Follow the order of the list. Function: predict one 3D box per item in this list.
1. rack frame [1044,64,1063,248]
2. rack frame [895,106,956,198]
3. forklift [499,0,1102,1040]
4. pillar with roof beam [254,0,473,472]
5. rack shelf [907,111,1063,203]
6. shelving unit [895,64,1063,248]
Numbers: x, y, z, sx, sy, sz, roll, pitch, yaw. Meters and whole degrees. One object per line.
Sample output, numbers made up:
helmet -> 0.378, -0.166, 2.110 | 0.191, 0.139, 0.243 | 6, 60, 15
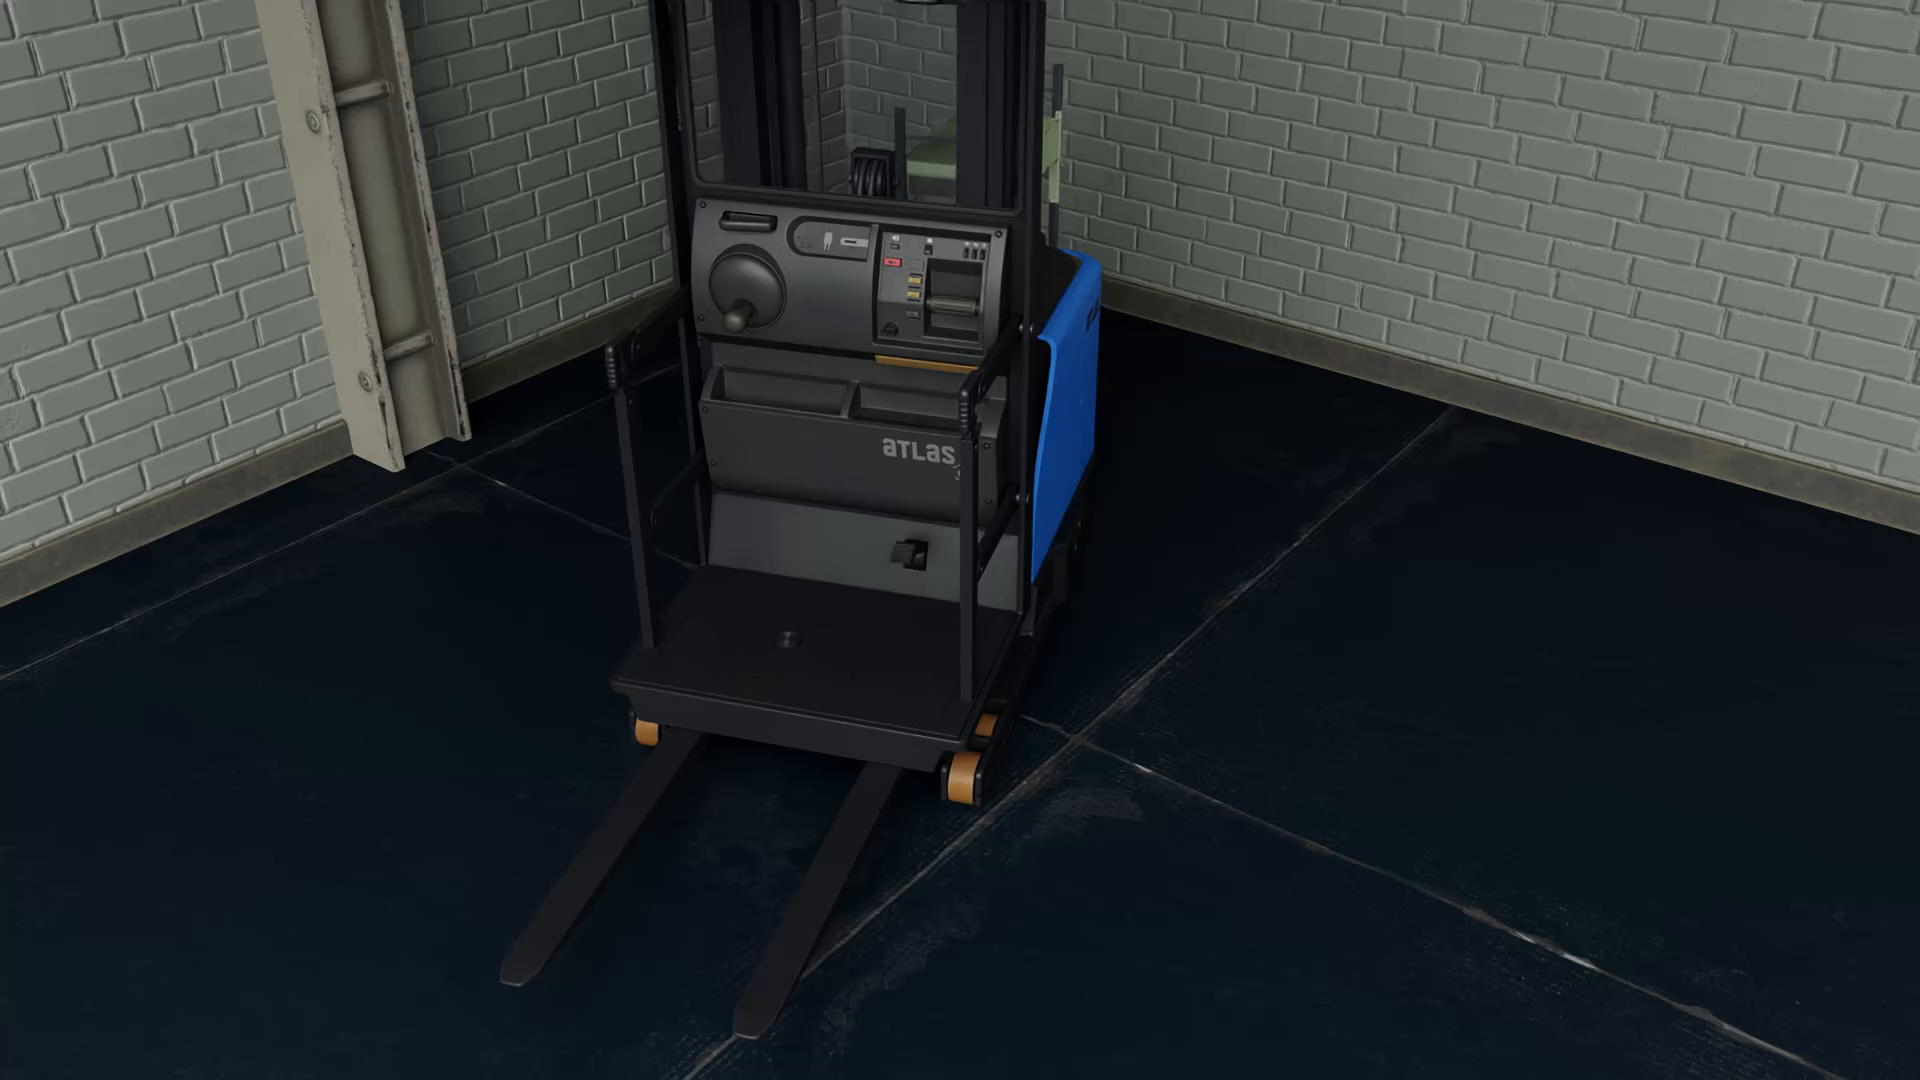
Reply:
rack frame -> 0.205, -1.213, 6.826 | 0.400, 1.500, 0.023 | 10, 32, 17
rack frame -> -0.039, -0.861, 6.232 | 0.400, 1.500, 0.023 | 10, 32, 17
forklift -> -0.380, -0.699, 4.555 | 1.130, 2.935, 3.031 | 8, 32, 14
pillar with roof beam -> 1.149, -2.946, 2.394 | 9.100, 9.000, 0.400 | 21, 37, 31
rack shelf -> 0.083, -1.373, 6.330 | 0.431, 0.370, 0.720 | 10, 32, 17
shelving unit -> 0.083, -1.037, 6.529 | 0.431, 1.500, 0.755 | 10, 32, 17
